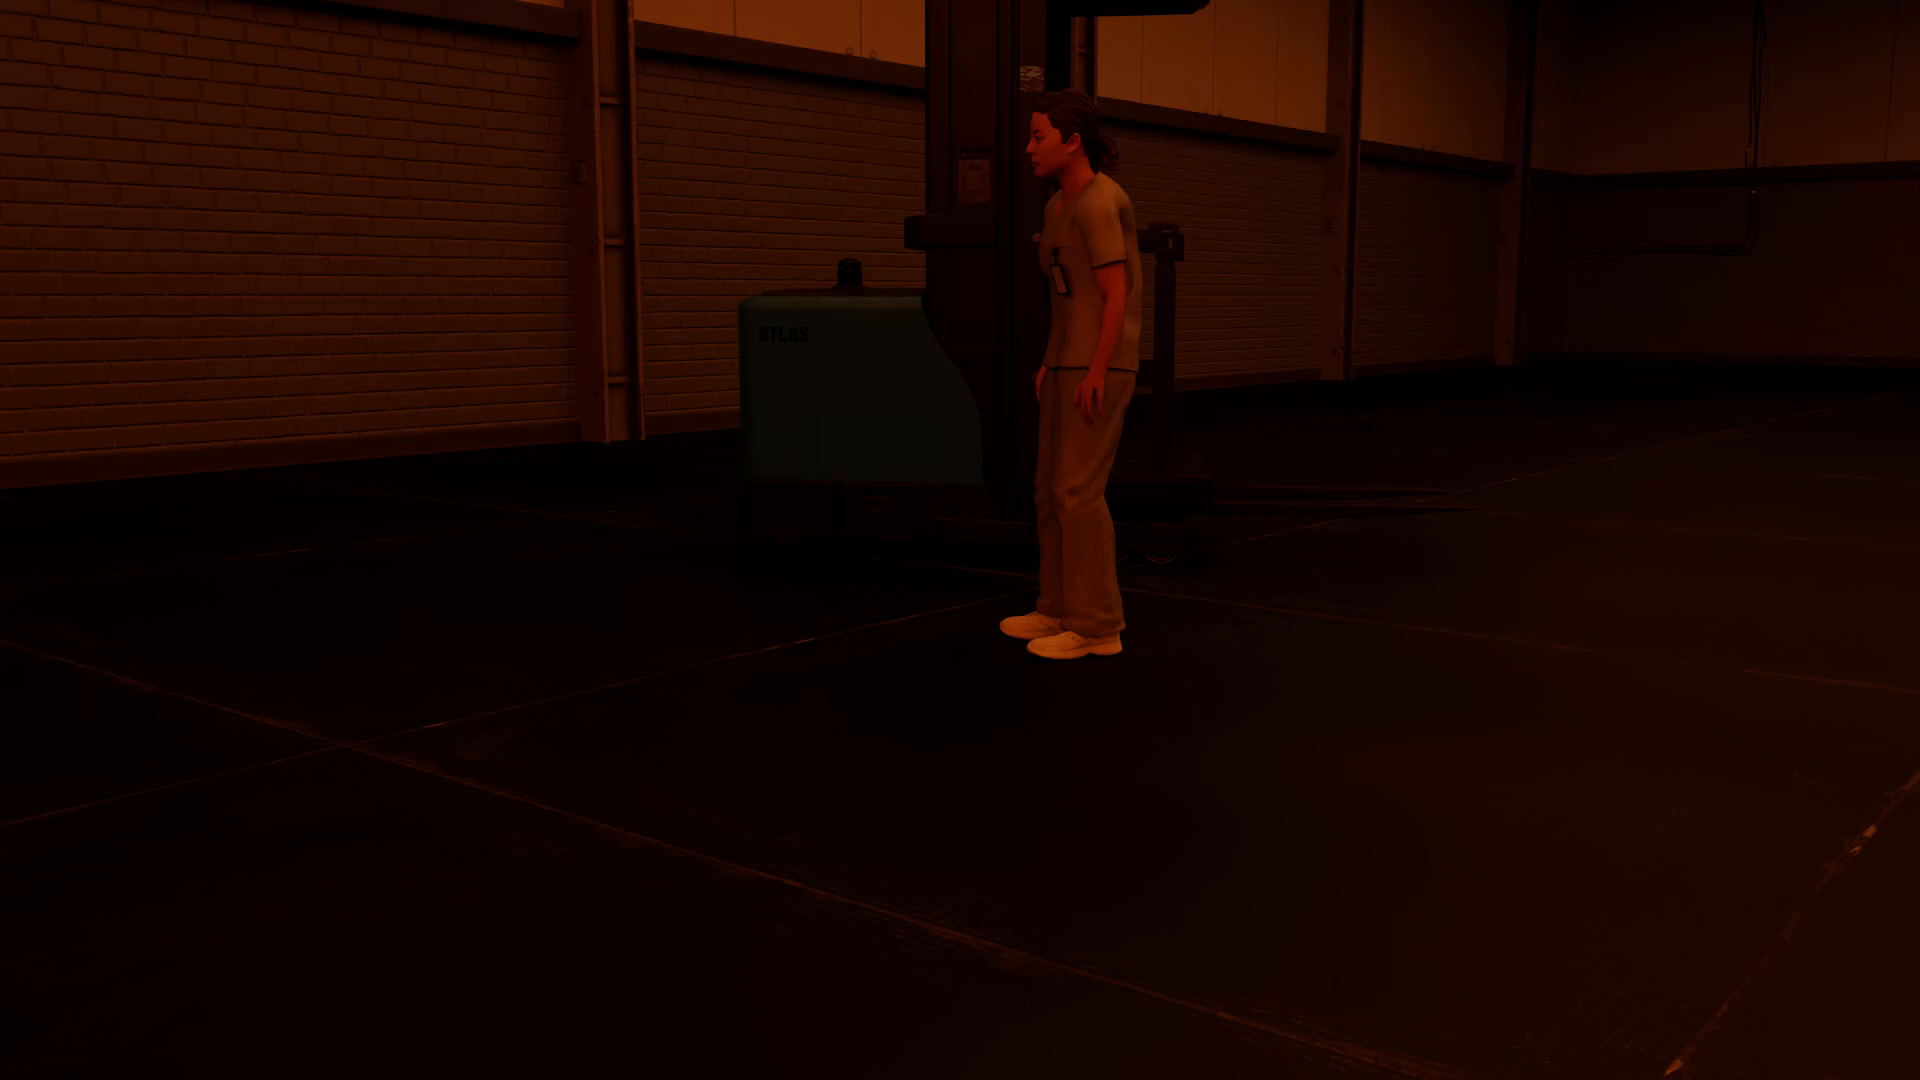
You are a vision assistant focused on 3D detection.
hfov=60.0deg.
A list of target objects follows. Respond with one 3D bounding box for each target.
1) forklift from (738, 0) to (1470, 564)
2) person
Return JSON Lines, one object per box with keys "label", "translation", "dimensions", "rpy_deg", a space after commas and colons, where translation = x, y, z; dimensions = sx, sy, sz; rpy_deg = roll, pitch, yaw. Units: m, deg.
{"label": "forklift", "translation": [0.619, -1.436, 7.098], "dimensions": [3.031, 2.935, 1.130], "rpy_deg": [1, 8, 9]}
{"label": "person", "translation": [0.348, -0.491, 4.991], "dimensions": [0.359, 1.671, 0.516], "rpy_deg": [-2, 9, -13]}
